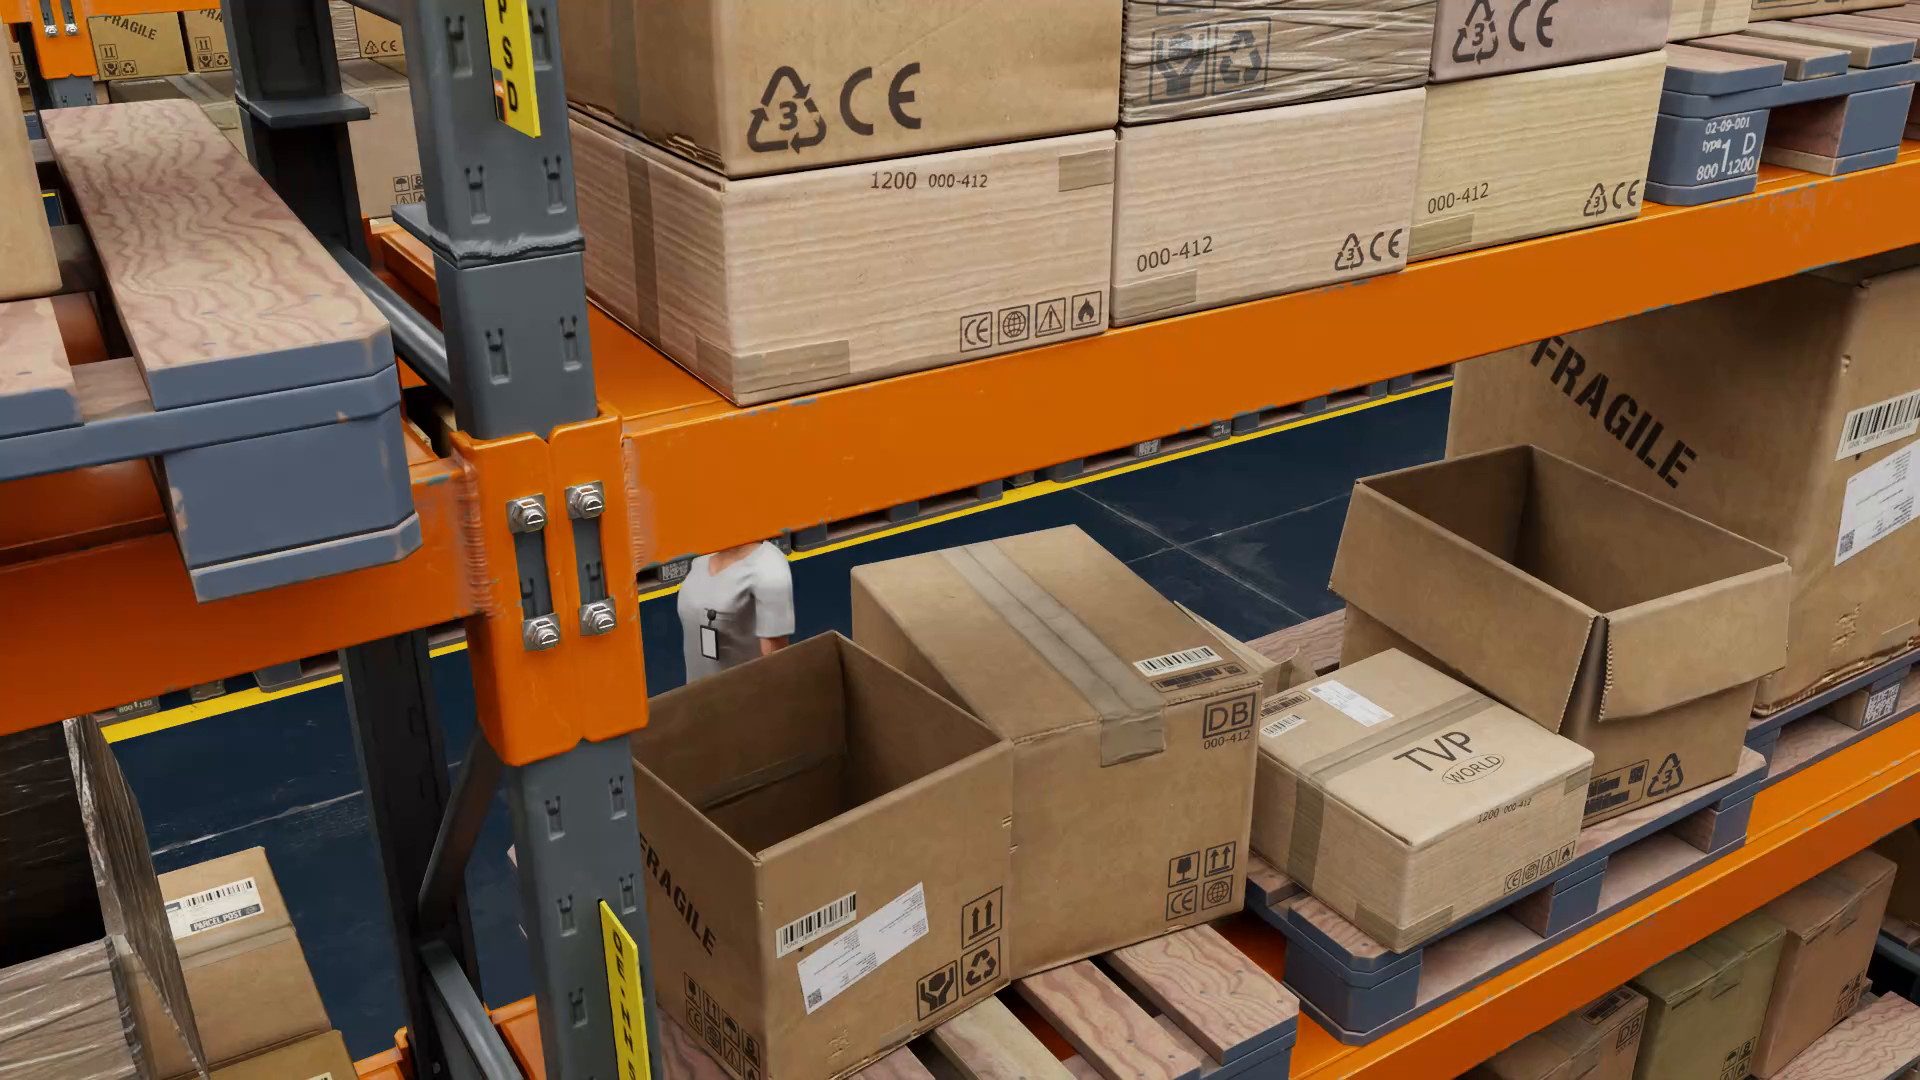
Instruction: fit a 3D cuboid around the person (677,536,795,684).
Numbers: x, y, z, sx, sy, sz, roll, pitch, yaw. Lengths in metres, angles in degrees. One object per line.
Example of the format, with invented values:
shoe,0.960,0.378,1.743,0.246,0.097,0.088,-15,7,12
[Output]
person,-0.703,0.554,4.926,0.692,1.657,0.506,-21,33,-38
